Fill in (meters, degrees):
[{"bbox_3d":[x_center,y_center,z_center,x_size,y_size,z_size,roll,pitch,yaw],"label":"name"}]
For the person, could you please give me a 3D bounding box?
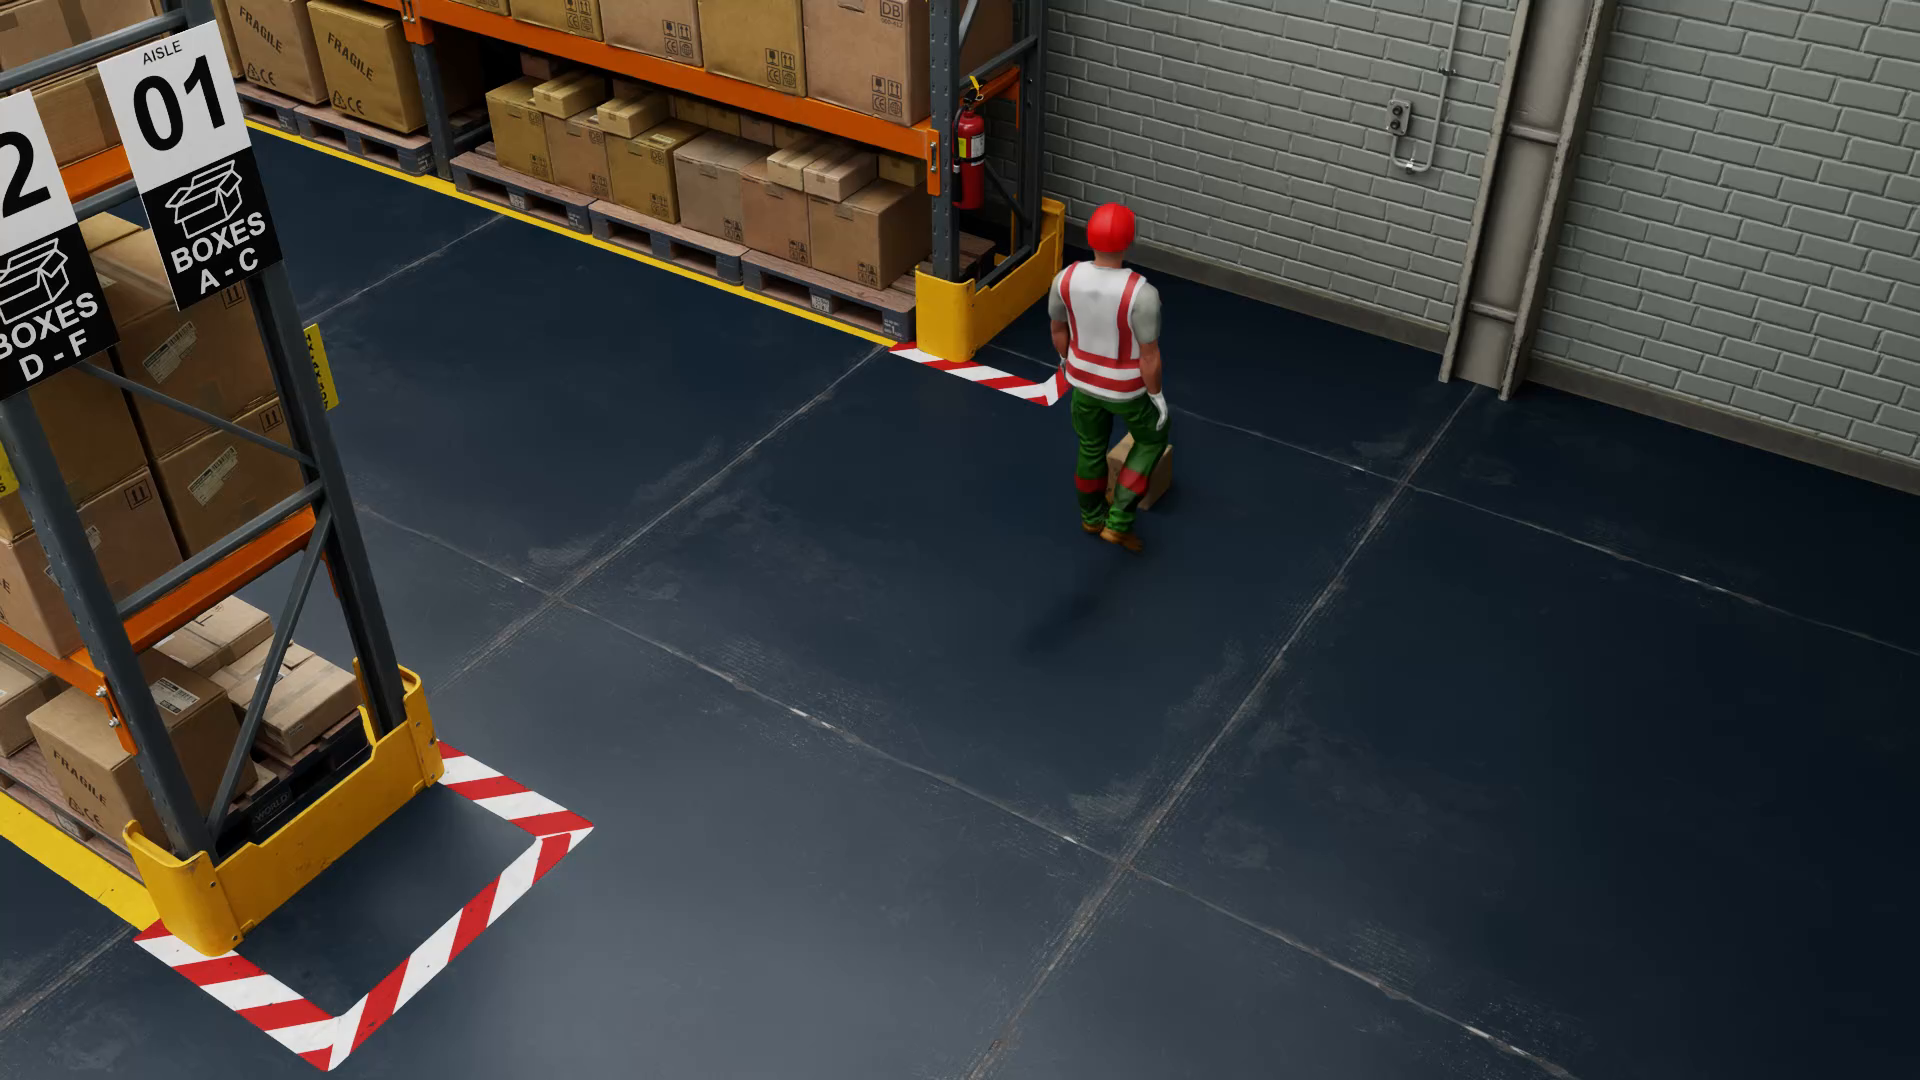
[{"bbox_3d":[0.711,-0.744,7.567,0.598,1.798,0.496,20,42,24],"label":"person"}]
